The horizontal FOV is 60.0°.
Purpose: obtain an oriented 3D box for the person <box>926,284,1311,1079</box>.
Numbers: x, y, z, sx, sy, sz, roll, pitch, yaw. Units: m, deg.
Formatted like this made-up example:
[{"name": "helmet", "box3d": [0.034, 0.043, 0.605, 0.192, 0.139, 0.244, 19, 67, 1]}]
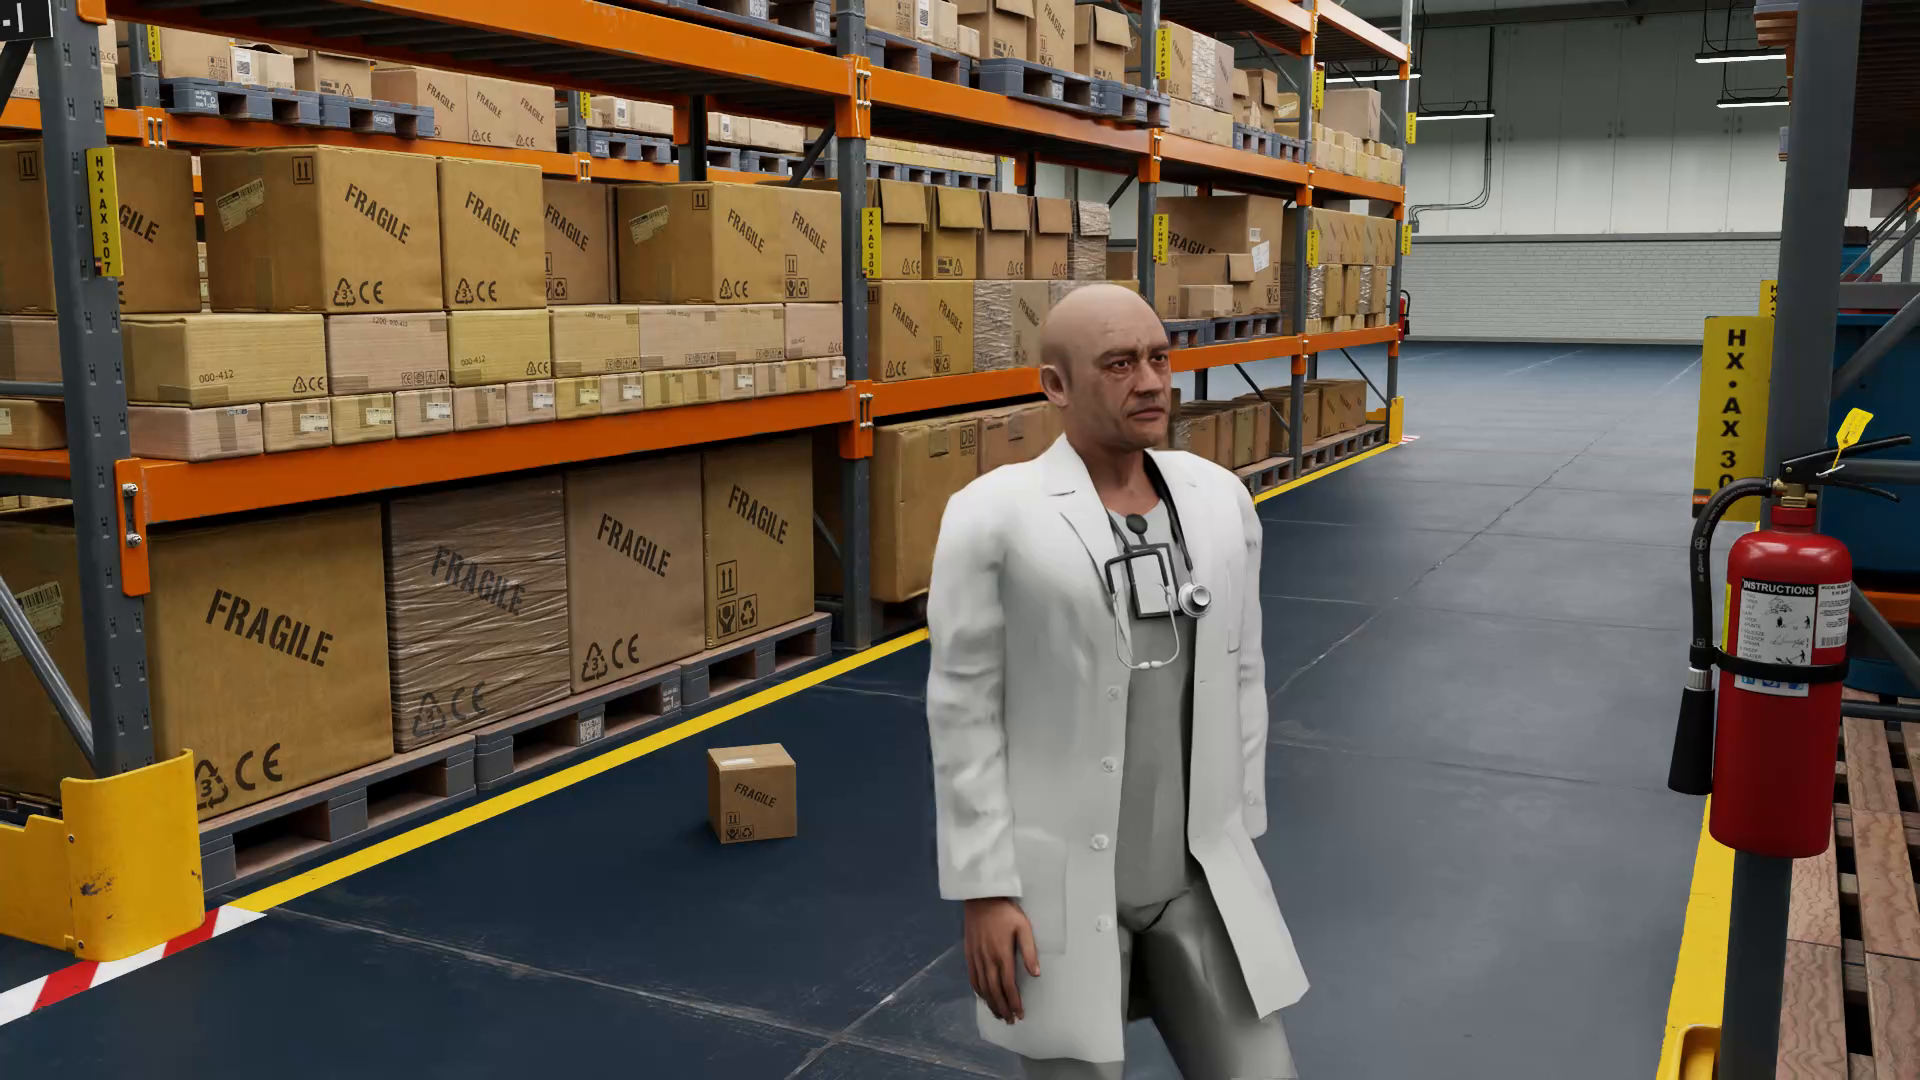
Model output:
[{"name": "person", "box3d": [0.239, 0.516, 2.530, 0.584, 1.792, 0.507, -3, 9, -19]}]
